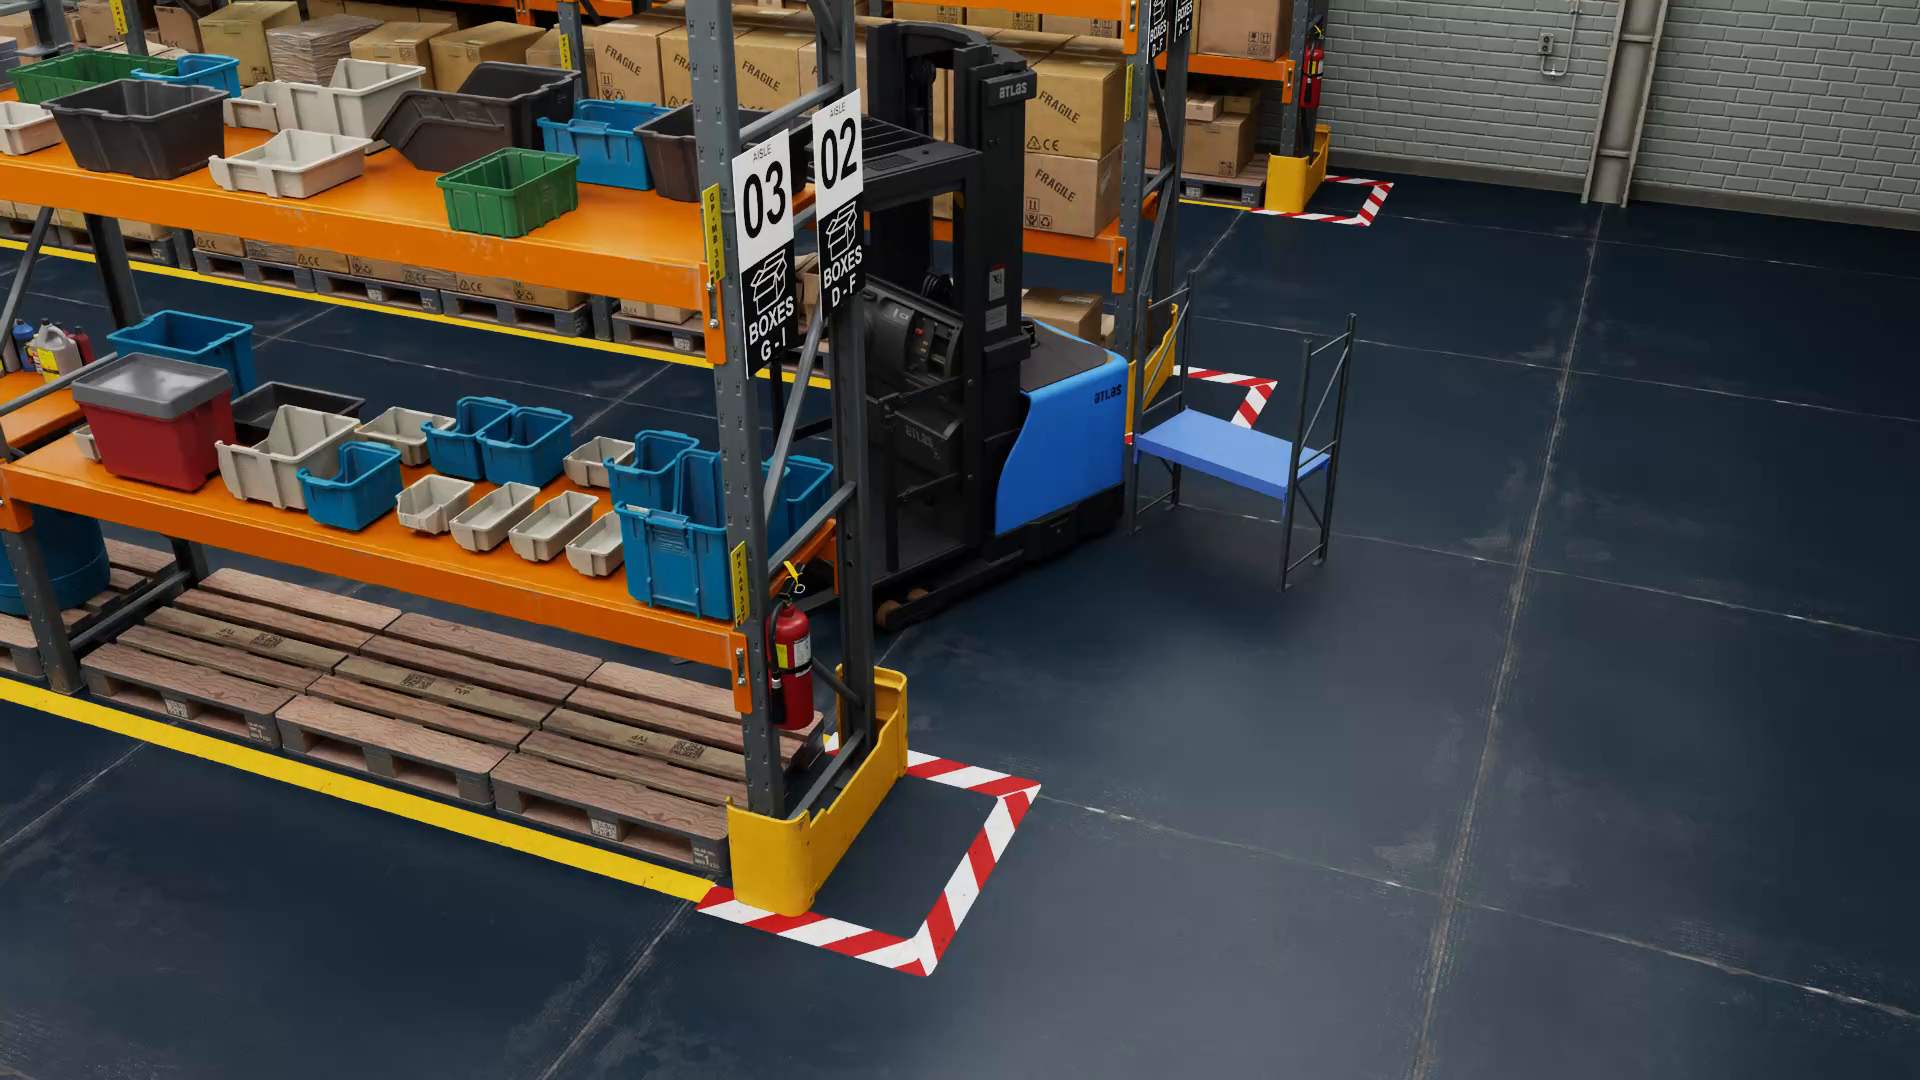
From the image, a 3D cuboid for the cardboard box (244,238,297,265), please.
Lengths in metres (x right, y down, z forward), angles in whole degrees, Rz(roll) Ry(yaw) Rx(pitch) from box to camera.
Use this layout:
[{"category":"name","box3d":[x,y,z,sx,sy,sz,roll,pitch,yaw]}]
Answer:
[{"category":"cardboard box","box3d":[-5.377,-2.547,13.301,0.500,0.500,0.500,10,31,17]}]

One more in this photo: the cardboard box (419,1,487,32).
[{"category":"cardboard box","box3d":[-5.511,-5.685,18.091,0.500,0.250,0.500,12,32,20]}]

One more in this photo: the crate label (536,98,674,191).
[{"category":"crate label","box3d":[-1.365,-1.574,6.589,0.502,0.251,0.408,11,31,19]}]

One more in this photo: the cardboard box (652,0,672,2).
[{"category":"cardboard box","box3d":[-2.899,-5.520,16.702,0.250,0.149,0.380,12,32,20]}]

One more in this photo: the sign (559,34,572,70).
[{"category":"sign","box3d":[-2.677,-3.263,11.298,0.005,0.325,0.100,11,31,19]}]

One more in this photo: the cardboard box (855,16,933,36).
[{"category":"cardboard box","box3d":[-0.498,-3.235,11.308,0.500,0.500,0.500,11,31,19]}]

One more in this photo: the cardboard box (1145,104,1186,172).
[{"category":"cardboard box","box3d":[1.944,-3.803,15.544,0.500,0.500,0.700,11,31,19]}]

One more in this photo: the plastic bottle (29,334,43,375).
[{"category":"plastic bottle","box3d":[-4.755,-0.968,8.617,0.097,0.201,0.097,0,29,0]}]

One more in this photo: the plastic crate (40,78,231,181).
[{"category":"plastic crate","box3d":[-3.290,-1.649,6.703,0.590,0.269,0.497,11,31,19]}]

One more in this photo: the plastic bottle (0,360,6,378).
[{"category":"plastic bottle","box3d":[-4.992,-0.935,8.558,0.097,0.201,0.097,0,29,0]}]

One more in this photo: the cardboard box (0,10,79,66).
[{"category":"cardboard box","box3d":[-7.740,-4.099,13.852,0.500,0.500,0.500,10,31,16]}]

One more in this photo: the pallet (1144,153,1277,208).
[{"category":"pallet","box3d":[2.323,-3.430,15.605,1.213,0.211,1.003,11,31,19]}]

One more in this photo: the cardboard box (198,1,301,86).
[{"category":"cardboard box","box3d":[-5.553,-3.914,13.098,0.500,0.500,0.700,1,30,2]}]

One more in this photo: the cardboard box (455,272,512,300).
[{"category":"cardboard box","box3d":[-3.492,-2.172,12.637,0.500,0.500,0.500,11,31,19]}]

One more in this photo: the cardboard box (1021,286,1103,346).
[{"category":"cardboard box","box3d":[0.638,-1.364,11.209,0.500,0.500,0.500,11,31,19]}]

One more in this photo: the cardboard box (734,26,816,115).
[{"category":"cardboard box","box3d":[-1.187,-3.085,11.043,0.500,0.500,0.500,10,31,18]}]

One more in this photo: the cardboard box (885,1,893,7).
[{"category":"cardboard box","box3d":[-0.849,-5.324,16.356,0.250,0.149,0.380,10,31,17]}]

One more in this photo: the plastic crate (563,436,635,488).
[{"category":"plastic crate","box3d":[-1.631,-0.345,7.518,0.298,0.136,0.250,11,31,19]}]

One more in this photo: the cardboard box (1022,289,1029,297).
[{"category":"cardboard box","box3d":[0.374,-1.590,11.861,0.500,0.250,0.500,11,31,19]}]

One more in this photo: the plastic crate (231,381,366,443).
[{"category":"plastic crate","box3d":[-3.200,-0.577,7.940,0.590,0.125,0.437,11,31,19]}]

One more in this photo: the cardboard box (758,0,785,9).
[{"category":"cardboard box","box3d":[-1.765,-5.231,16.192,0.250,0.149,0.380,11,31,19]}]

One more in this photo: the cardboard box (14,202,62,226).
[{"category":"cardboard box","box3d":[-7.702,-2.913,14.223,0.500,0.250,0.500,12,32,20]}]

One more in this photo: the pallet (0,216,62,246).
[{"category":"pallet","box3d":[-8.053,-2.935,14.729,1.213,0.211,1.003,11,31,19]}]

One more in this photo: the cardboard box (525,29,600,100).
[{"category":"cardboard box","box3d":[-2.827,-3.429,12.239,0.500,0.500,0.700,1,30,2]}]

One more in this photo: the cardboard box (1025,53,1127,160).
[{"category":"cardboard box","box3d":[0.719,-2.708,10.376,0.500,0.500,0.500,11,31,19]}]

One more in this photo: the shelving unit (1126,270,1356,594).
[{"category":"shelving unit","box3d":[1.543,-0.616,9.316,1.048,1.500,0.538,23,37,35]}]

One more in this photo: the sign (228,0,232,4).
[{"category":"sign","box3d":[-5.983,-4.471,13.516,0.005,0.325,0.100,11,31,19]}]

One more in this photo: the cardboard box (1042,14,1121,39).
[{"category":"cardboard box","box3d":[1.236,-5.027,15.291,0.700,0.700,0.980,10,31,17]}]

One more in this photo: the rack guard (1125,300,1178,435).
[{"category":"rack guard","box3d":[1.164,-1.199,11.362,0.348,0.500,1.175,11,31,19]}]

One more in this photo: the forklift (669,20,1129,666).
[{"category":"forklift","box3d":[-0.476,-1.075,8.673,3.031,2.935,1.130,-23,37,-35]}]

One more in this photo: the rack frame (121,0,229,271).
[{"category":"rack frame","box3d":[-6.179,-3.753,13.341,0.127,3.000,1.000,11,31,19]}]

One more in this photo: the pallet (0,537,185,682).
[{"category":"pallet","box3d":[-5.037,0.297,9.009,1.213,0.211,1.003,11,31,19]}]

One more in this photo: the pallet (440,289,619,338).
[{"category":"pallet","box3d":[-3.240,-1.932,12.954,1.213,0.211,1.003,11,31,19]}]

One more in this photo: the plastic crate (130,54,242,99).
[{"category":"plastic crate","box3d":[-3.374,-1.965,7.300,0.300,0.233,0.416,11,31,19]}]

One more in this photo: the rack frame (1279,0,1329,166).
[{"category":"rack frame","box3d":[3.093,-4.532,14.720,0.127,3.000,1.000,11,31,19]}]

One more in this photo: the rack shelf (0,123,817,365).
[{"category":"rack shelf","box3d":[-2.485,-1.378,6.821,4.000,0.370,1.077,11,31,19]}]

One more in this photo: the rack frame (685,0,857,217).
[{"category":"rack frame","box3d":[-0.631,-2.627,5.252,0.127,3.000,1.000,11,31,19]}]

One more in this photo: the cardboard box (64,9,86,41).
[{"category":"cardboard box","box3d":[-10.597,-6.239,20.024,0.500,0.311,0.500,14,32,23]}]

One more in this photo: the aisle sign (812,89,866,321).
[{"category":"aisle sign","box3d":[-0.453,-1.269,6.304,0.004,0.787,0.394,11,31,19]}]

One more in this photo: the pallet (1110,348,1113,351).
[{"category":"pallet","box3d":[0.425,-1.220,11.694,1.213,0.211,1.003,11,31,19]}]

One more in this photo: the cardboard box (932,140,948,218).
[{"category":"cardboard box","box3d":[-0.225,-2.464,10.960,0.500,0.500,0.500,12,31,20]}]

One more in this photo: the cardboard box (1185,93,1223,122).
[{"category":"cardboard box","box3d":[2.220,-3.934,15.115,0.250,0.149,0.380,11,31,19]}]

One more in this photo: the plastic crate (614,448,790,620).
[{"category":"plastic crate","box3d":[-1.012,-0.033,6.663,0.499,0.435,0.616,11,31,19]}]

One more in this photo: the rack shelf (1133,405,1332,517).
[{"category":"rack shelf","box3d":[1.543,-0.460,9.405,1.000,0.185,0.538,23,37,35]}]

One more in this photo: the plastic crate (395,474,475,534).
[{"category":"plastic crate","box3d":[-2.267,-0.141,7.159,0.250,0.136,0.298,11,31,19]}]
